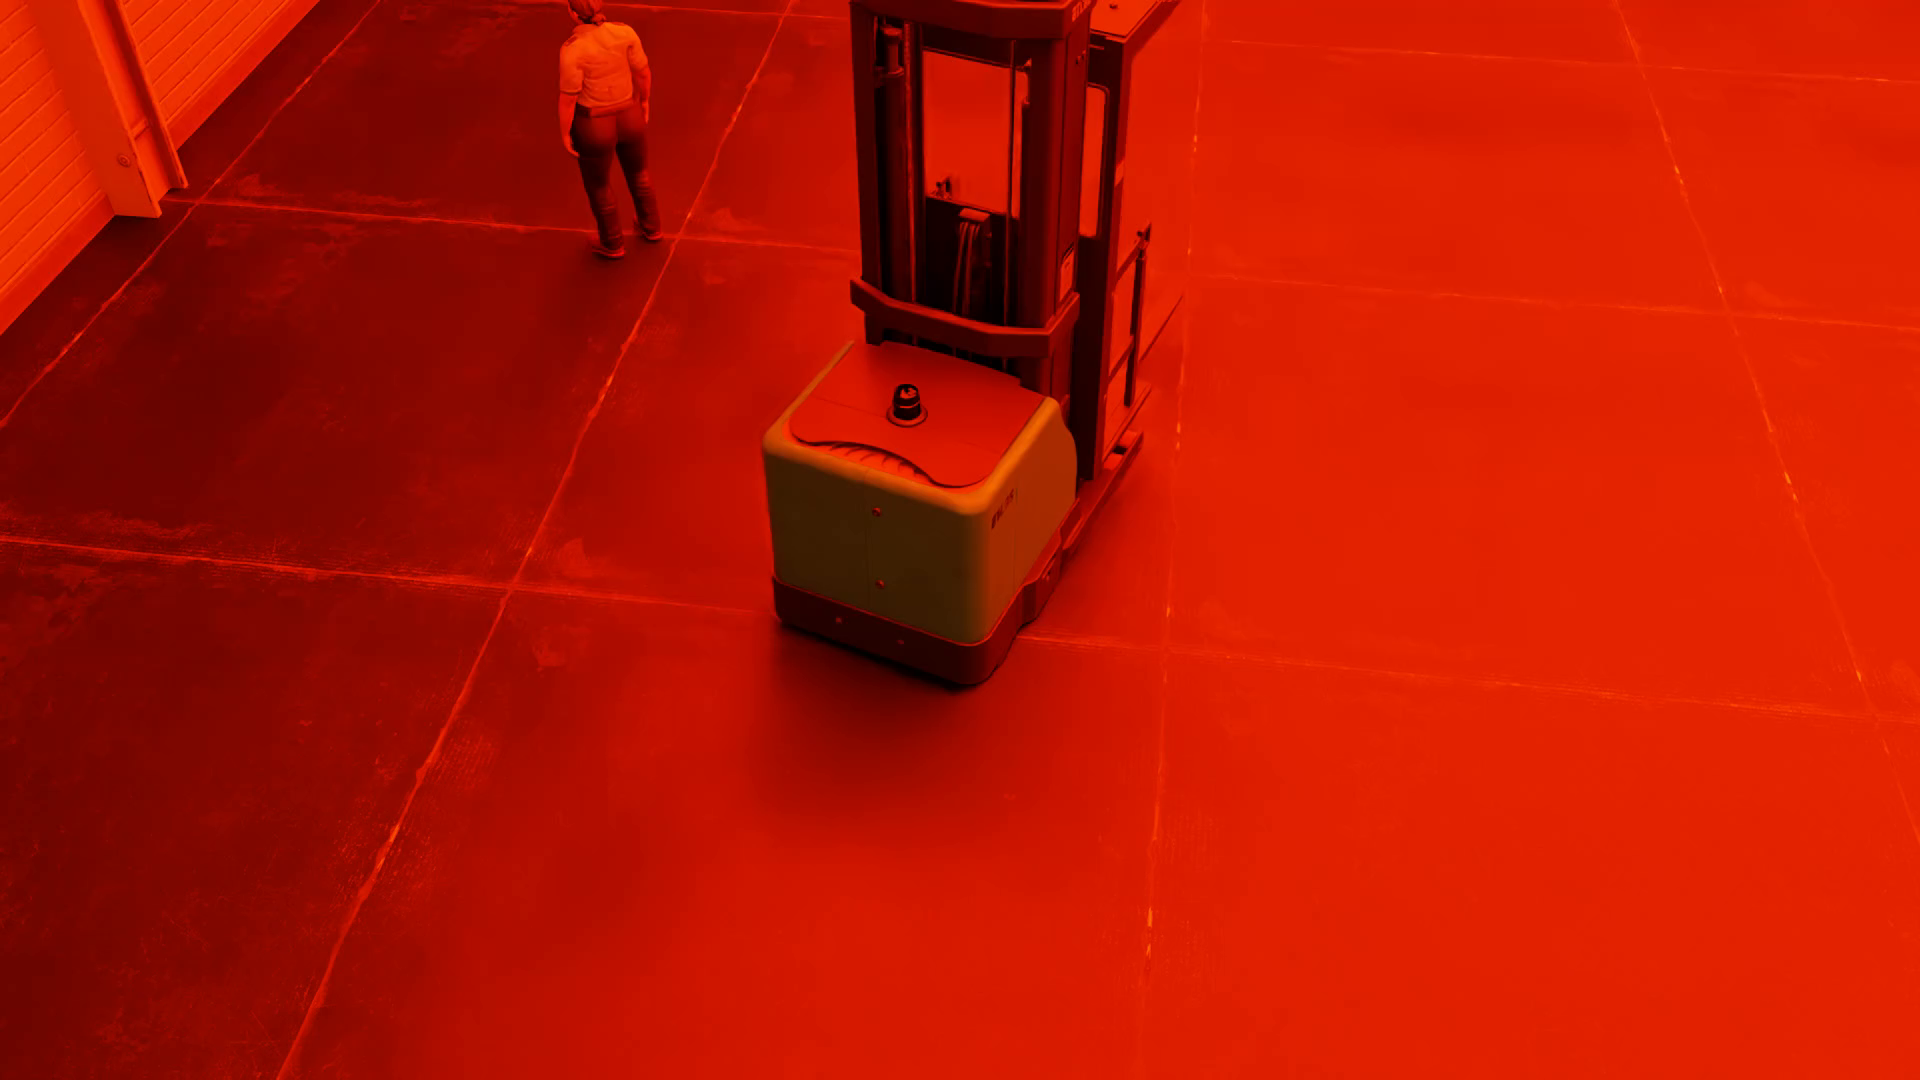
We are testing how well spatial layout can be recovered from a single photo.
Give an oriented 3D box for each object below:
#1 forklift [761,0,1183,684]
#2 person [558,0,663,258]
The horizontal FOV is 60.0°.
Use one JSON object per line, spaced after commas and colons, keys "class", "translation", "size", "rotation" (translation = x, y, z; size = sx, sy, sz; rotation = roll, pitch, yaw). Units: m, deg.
{"class": "forklift", "translation": [0.262, -1.461, 7.315], "size": [1.130, 2.935, 3.031], "rotation": [18, 46, 18]}
{"class": "person", "translation": [-1.980, -2.321, 9.204], "size": [0.563, 1.664, 0.462], "rotation": [-26, 49, -26]}
